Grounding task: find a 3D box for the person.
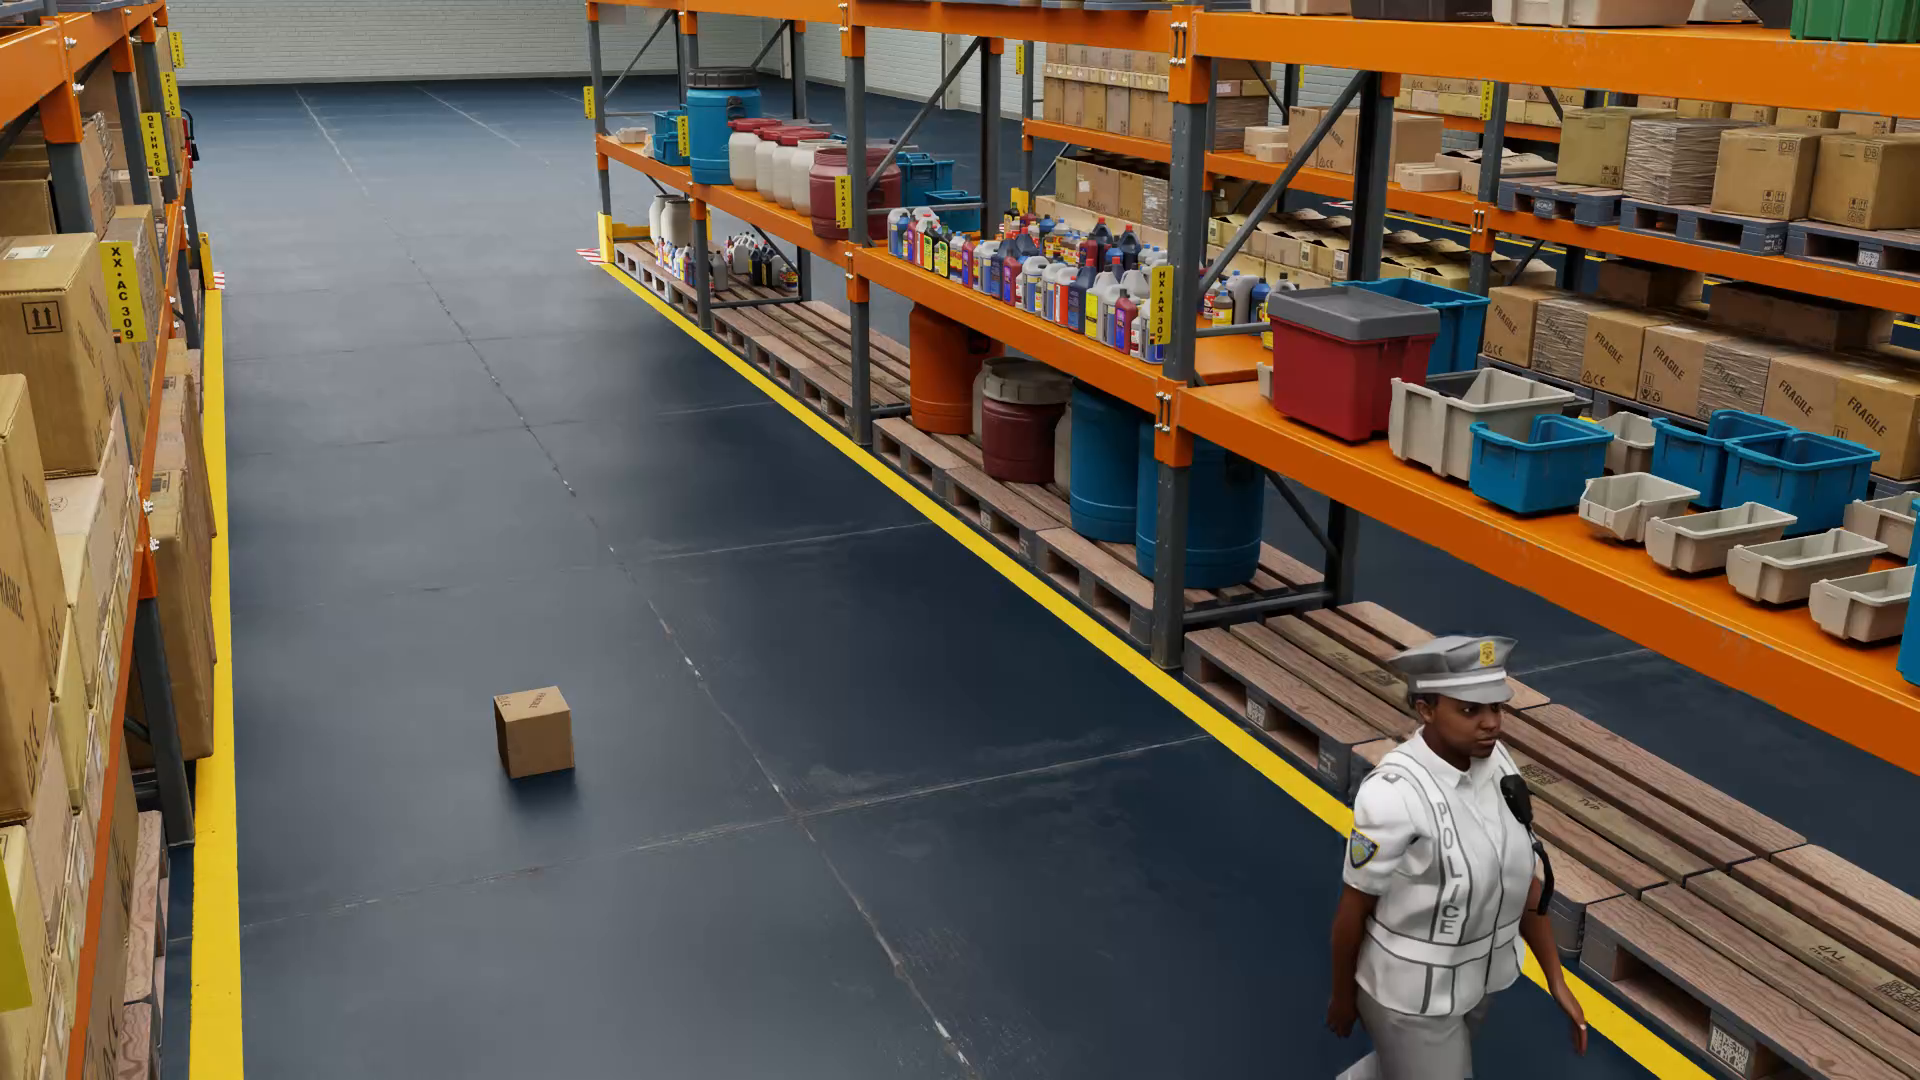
[{"bbox_3d":[1.118,0.986,3.607,0.449,1.653,0.914,-14,24,-36],"label":"person"}]
